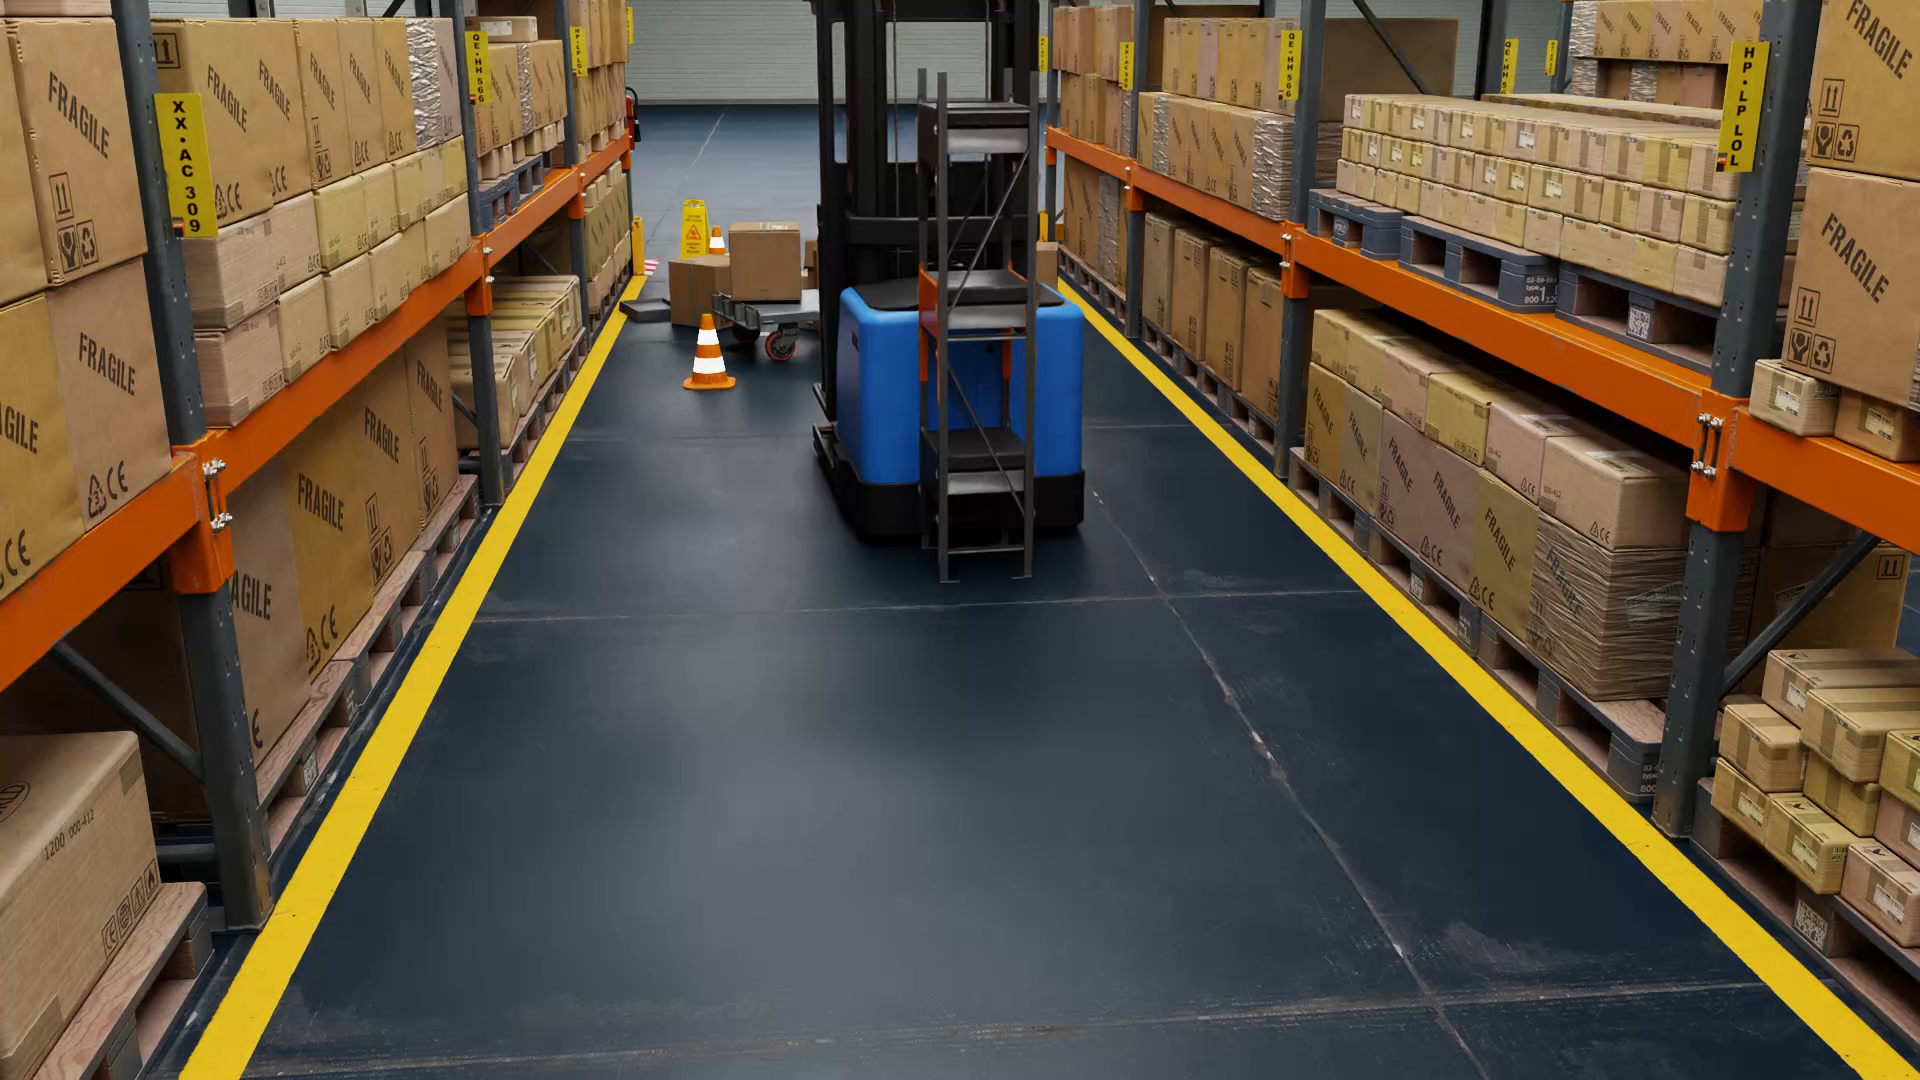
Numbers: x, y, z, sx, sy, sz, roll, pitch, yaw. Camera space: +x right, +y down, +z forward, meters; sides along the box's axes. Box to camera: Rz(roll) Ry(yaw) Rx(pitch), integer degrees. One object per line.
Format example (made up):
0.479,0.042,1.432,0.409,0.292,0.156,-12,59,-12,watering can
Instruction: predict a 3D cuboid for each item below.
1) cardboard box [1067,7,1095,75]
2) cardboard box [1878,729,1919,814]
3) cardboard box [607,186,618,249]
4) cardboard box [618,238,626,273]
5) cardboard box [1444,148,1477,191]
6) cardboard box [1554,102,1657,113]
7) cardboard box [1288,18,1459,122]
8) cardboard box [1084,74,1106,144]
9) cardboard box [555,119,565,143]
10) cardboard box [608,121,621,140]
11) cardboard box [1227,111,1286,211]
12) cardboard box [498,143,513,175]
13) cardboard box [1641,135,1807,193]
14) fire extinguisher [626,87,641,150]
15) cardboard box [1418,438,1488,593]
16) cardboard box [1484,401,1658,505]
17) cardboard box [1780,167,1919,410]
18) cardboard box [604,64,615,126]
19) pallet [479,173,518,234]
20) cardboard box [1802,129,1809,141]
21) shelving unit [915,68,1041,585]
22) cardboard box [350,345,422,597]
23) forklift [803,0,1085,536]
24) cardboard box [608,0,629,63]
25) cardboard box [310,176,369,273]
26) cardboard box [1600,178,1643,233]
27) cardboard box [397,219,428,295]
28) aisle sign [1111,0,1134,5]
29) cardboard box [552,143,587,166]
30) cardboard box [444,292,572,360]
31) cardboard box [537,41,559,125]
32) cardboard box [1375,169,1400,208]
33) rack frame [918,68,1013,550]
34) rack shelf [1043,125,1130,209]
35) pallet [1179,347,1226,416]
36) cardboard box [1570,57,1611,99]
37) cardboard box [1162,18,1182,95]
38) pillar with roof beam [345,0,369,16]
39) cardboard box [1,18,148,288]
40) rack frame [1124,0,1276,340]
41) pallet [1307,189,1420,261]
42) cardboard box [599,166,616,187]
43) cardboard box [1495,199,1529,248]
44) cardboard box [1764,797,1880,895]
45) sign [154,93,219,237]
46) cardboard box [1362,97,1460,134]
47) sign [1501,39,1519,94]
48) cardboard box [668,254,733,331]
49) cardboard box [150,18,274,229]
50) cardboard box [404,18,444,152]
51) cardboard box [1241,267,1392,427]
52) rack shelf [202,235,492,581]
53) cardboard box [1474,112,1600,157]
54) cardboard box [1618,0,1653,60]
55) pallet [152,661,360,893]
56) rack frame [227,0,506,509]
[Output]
1.403,-4.300,14.313,0.875,0.550,0.550,-2,18,-6,cardboard box
2.444,0.561,3.948,0.380,0.149,0.250,-2,18,-6,cardboard box
-3.137,-2.684,13.855,0.500,0.500,0.500,-2,18,-7,cardboard box
-3.185,-2.475,14.444,0.500,0.250,0.500,-2,18,-5,cardboard box
2.142,-1.462,6.548,0.380,0.149,0.250,-2,18,-6,cardboard box
2.746,-1.774,7.044,0.380,0.149,0.250,-1,17,-4,cardboard box
2.121,-2.432,8.581,0.700,0.500,0.500,-2,18,-6,cardboard box
1.522,-3.629,13.978,0.875,0.550,0.500,-2,18,-6,cardboard box
-2.841,-2.718,11.045,0.380,0.149,0.250,-2,17,-5,cardboard box
-3.132,-3.525,14.315,0.380,0.149,0.250,-1,17,-5,cardboard box
1.794,-2.096,9.178,0.500,0.500,0.500,-2,18,-6,cardboard box
-2.591,-2.024,8.836,0.380,0.149,0.250,-2,18,-5,cardboard box
2.306,-1.140,5.025,0.380,0.149,0.250,-2,18,-7,cardboard box
-3.135,-3.985,15.493,0.296,0.674,0.183,-2,18,-6,fire extinguisher
2.142,-0.108,6.486,0.500,0.500,0.500,-2,18,-7,cardboard box
2.202,-0.315,5.893,0.500,0.250,0.500,-1,17,-3,cardboard box
2.370,-0.616,3.968,0.500,0.500,0.500,-2,18,-7,cardboard box
-3.156,-3.712,13.829,0.500,0.500,0.500,-2,18,-6,cardboard box
-2.935,-1.708,8.430,1.213,0.211,1.003,-2,18,-6,pallet
2.928,-1.237,5.335,0.380,0.149,0.250,-2,18,-5,cardboard box
0.067,-0.896,7.025,0.431,2.100,0.503,-3,18,-10,shelving unit
-2.680,-0.303,6.480,0.875,0.875,0.875,-2,17,-5,cardboard box
-0.200,-1.818,8.574,1.130,2.935,3.031,-3,18,-10,forklift
-3.112,-4.195,13.700,0.700,0.500,0.500,-2,18,-6,cardboard box
-2.216,-1.011,5.306,0.500,0.250,0.500,-2,17,-5,cardboard box
2.281,-1.069,5.297,0.380,0.149,0.250,-1,17,-3,cardboard box
-2.341,-1.074,6.341,0.500,0.250,0.500,-2,18,-6,cardboard box
1.623,-5.428,15.618,0.394,0.787,0.004,-2,18,-6,aisle sign
-2.882,-2.766,11.900,0.380,0.149,0.250,-2,18,-6,cardboard box
-3.034,-1.359,10.683,0.950,0.372,0.625,-1,17,-2,cardboard box
-2.840,-2.894,10.523,0.500,0.500,0.500,-2,18,-5,cardboard box
2.058,-1.554,7.338,0.380,0.149,0.250,-1,17,-3,cardboard box
0.023,-0.968,7.253,0.400,2.100,0.015,-3,18,-10,rack frame
1.538,-3.218,14.120,1.077,0.370,4.000,-2,18,-6,rack shelf
2.028,-1.043,10.647,1.003,0.211,1.213,-2,18,-6,pallet
6.305,-4.305,15.719,0.875,0.500,0.500,-2,18,-6,cardboard box
1.802,-3.342,11.479,0.700,0.500,0.500,-2,18,-7,cardboard box
-6.917,-11.942,30.693,9.100,9.000,0.400,-2,18,-6,pillar with roof beam
-2.020,-0.792,3.354,0.500,0.500,0.500,-2,18,-6,cardboard box
1.745,-2.965,12.115,1.000,3.000,0.127,-2,18,-6,rack frame
2.337,-1.473,7.682,1.213,0.211,1.003,-2,18,-6,pallet
-3.086,-3.038,13.902,0.380,0.149,0.250,-1,17,-3,cardboard box
2.194,-1.163,6.091,0.380,0.149,0.250,-1,17,-3,cardboard box
2.315,0.776,4.257,0.380,0.149,0.250,-1,17,-4,cardboard box
-1.792,-0.867,3.854,0.100,0.325,0.005,-2,18,-6,sign
2.043,-1.914,7.492,0.380,0.149,0.250,-2,18,-7,cardboard box
2.696,-2.308,8.219,0.100,0.325,0.005,-2,18,-6,sign
-1.926,-1.952,13.056,0.500,0.500,0.500,11,21,32,cardboard box
-2.103,-1.064,4.221,0.500,0.500,0.500,-2,17,-5,cardboard box
-2.381,-1.817,6.620,0.500,0.500,0.500,-1,17,-5,cardboard box
2.184,-1.085,9.179,1.050,0.750,0.750,-2,18,-6,cardboard box
-2.550,-0.651,5.945,1.077,0.370,4.000,-2,18,-6,rack shelf
2.171,-1.528,6.262,0.380,0.149,0.250,-2,18,-6,cardboard box
6.159,-4.476,14.595,0.500,0.500,0.500,-2,18,-6,cardboard box
-2.498,0.704,5.082,1.003,0.211,1.213,-2,18,-6,pallet
-2.756,-1.591,7.736,1.000,3.000,0.127,-2,18,-6,rack frame
